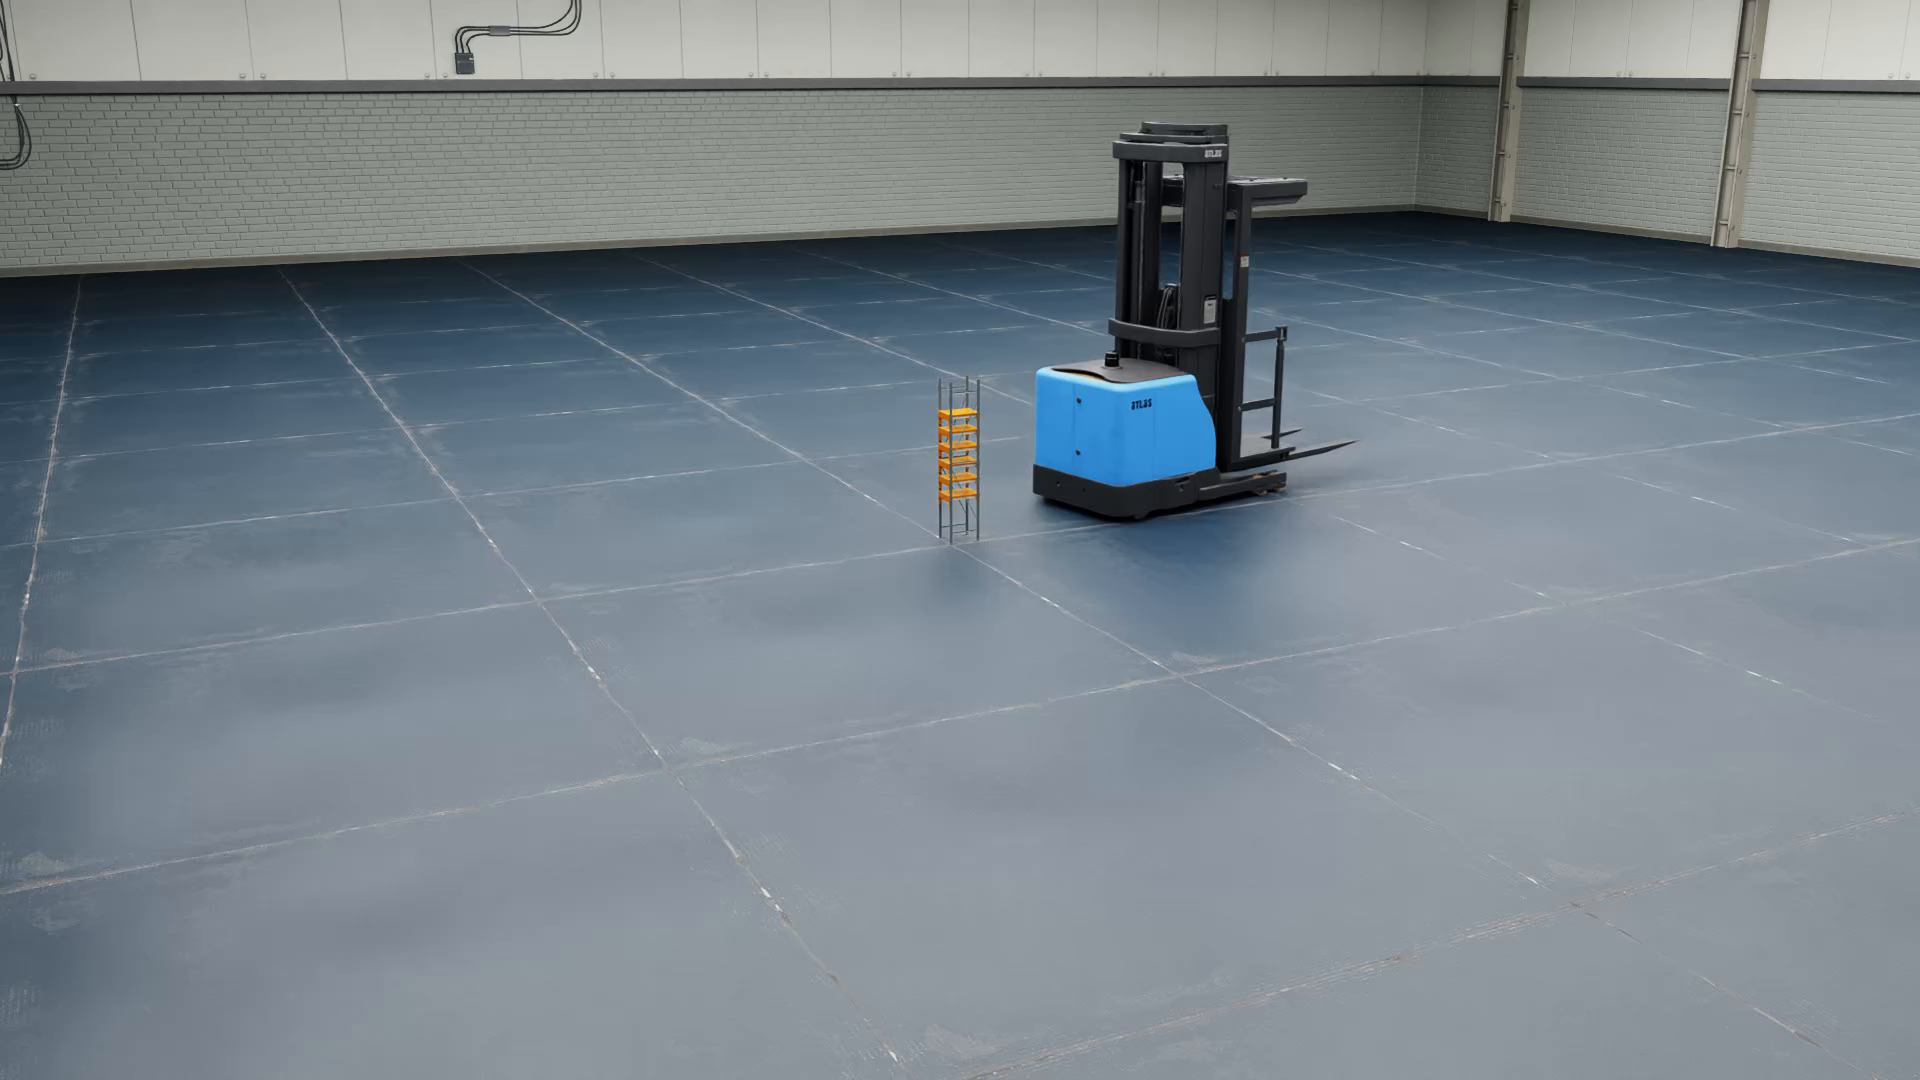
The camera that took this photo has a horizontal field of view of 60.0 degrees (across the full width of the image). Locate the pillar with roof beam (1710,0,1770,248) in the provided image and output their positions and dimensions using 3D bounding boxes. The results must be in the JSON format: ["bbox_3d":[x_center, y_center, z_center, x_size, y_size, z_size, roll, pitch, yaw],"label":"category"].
[{"bbox_3d":[10.759,-9.424,28.775,9.100,9.000,0.400,-8,18,-25],"label":"pillar with roof beam"}]

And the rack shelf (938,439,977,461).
[{"bbox_3d":[-0.006,-0.653,12.077,0.258,0.103,0.180,-8,18,-25],"label":"rack shelf"}]

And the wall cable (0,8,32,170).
[{"bbox_3d":[-16.417,-7.023,26.038,3.097,2.526,0.112,-8,18,-25],"label":"wall cable"}]

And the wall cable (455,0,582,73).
[{"bbox_3d":[-7.877,-11.293,29.125,2.305,6.003,0.169,-8,18,-25],"label":"wall cable"}]

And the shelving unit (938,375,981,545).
[{"bbox_3d":[-0.006,-0.580,12.098,0.258,1.200,0.189,-8,18,-25],"label":"shelving unit"}]

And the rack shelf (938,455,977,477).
[{"bbox_3d":[-0.006,-0.538,12.110,0.258,0.103,0.180,-8,18,-25],"label":"rack shelf"}]

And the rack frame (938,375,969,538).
[{"bbox_3d":[-0.046,-0.603,12.177,0.240,1.200,0.006,-8,18,-25],"label":"rack frame"}]

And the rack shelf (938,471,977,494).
[{"bbox_3d":[-0.006,-0.422,12.143,0.258,0.103,0.180,-8,18,-25],"label":"rack shelf"}]

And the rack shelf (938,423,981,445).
[{"bbox_3d":[-0.006,-0.768,12.044,0.258,0.103,0.180,-8,18,-25],"label":"rack shelf"}]

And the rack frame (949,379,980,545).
[{"bbox_3d":[0.034,-0.558,12.019,0.240,1.200,0.006,-8,18,-25],"label":"rack frame"}]

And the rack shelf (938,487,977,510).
[{"bbox_3d":[-0.006,-0.307,12.176,0.258,0.103,0.180,-8,18,-25],"label":"rack shelf"}]

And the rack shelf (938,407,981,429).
[{"bbox_3d":[-0.006,-0.884,12.011,0.258,0.103,0.180,-8,18,-25],"label":"rack shelf"}]

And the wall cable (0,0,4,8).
[{"bbox_3d":[-13.986,-9.777,26.481,3.097,2.526,0.112,-8,18,-25],"label":"wall cable"}]

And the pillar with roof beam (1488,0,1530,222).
[{"bbox_3d":[8.131,-10.911,33.959,9.100,9.000,0.400,-8,18,-25],"label":"pillar with roof beam"}]

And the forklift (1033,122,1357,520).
[{"bbox_3d":[2.055,-1.873,13.463,3.031,2.935,1.130,-12,20,-37],"label":"forklift"}]
